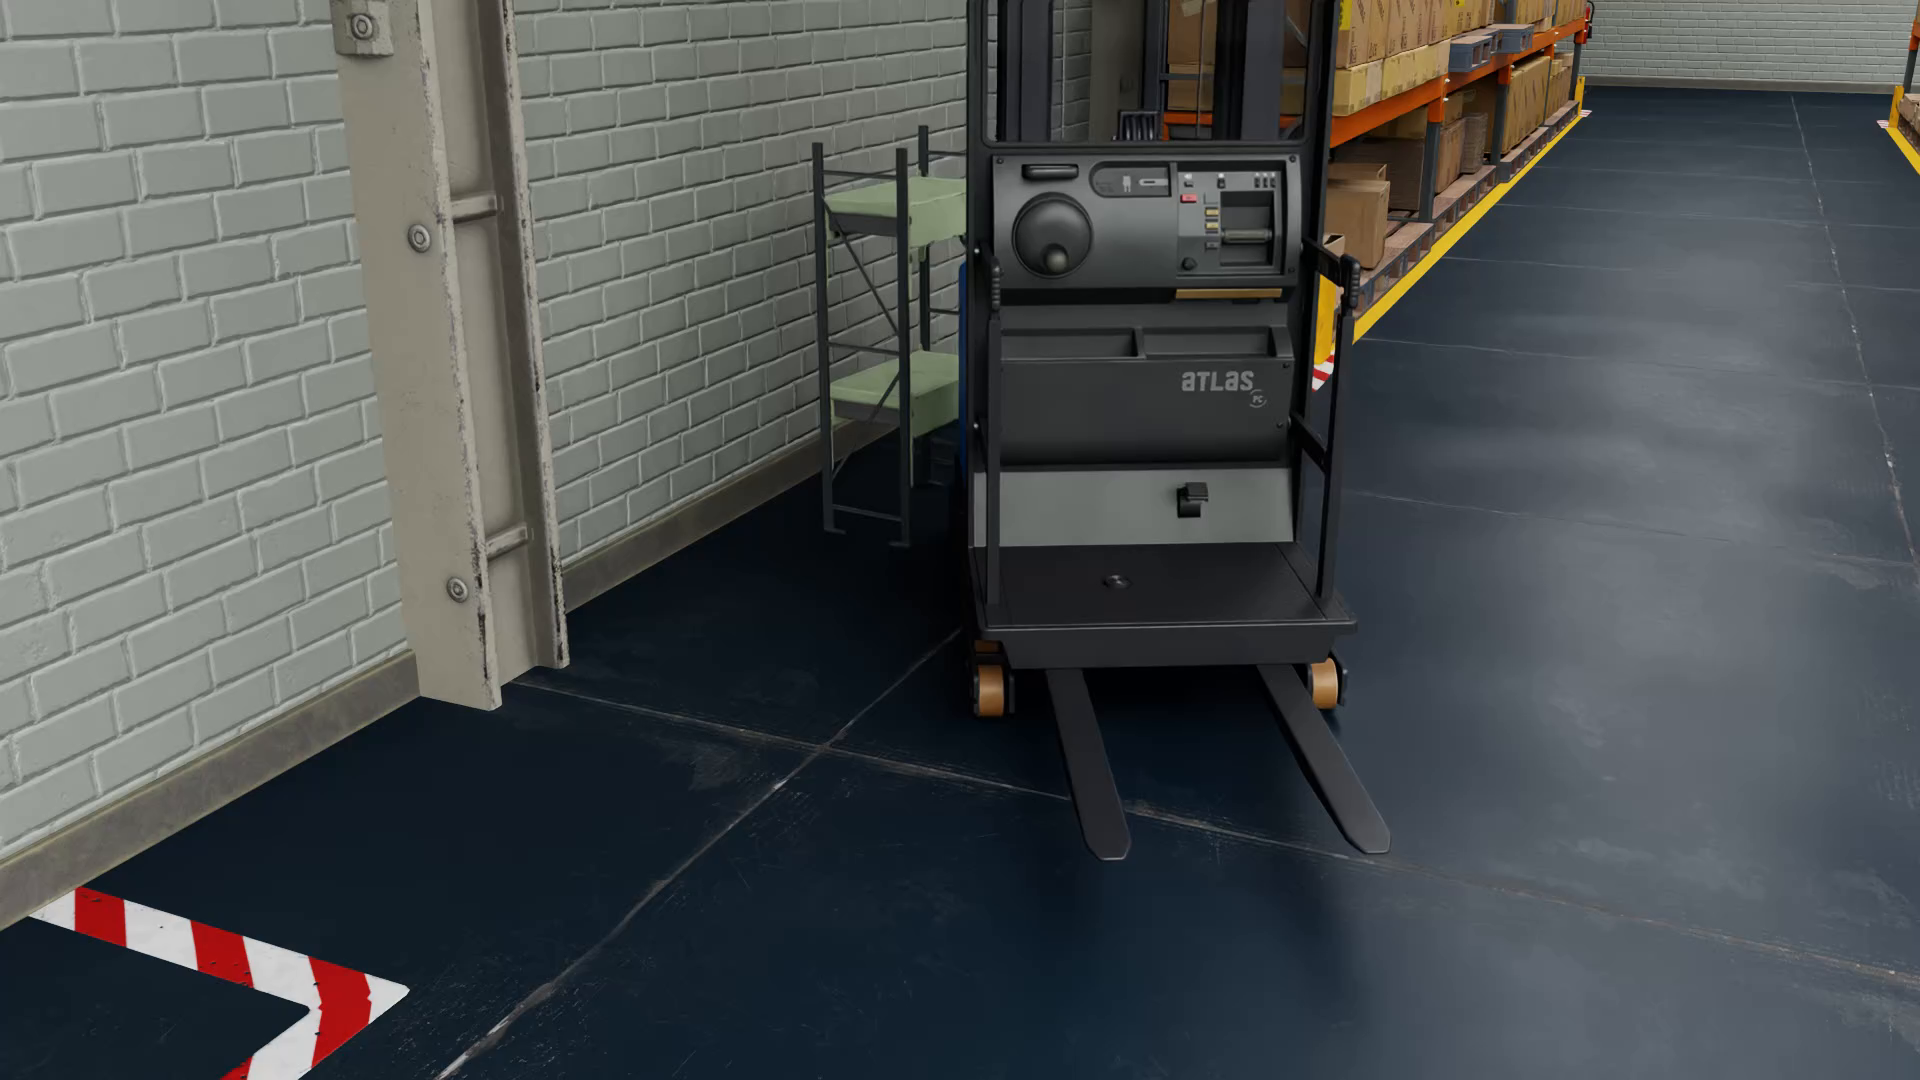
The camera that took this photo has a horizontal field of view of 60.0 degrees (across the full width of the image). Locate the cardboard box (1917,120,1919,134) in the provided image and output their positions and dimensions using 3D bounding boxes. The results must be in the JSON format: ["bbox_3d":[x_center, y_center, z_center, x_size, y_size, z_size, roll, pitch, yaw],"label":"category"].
[{"bbox_3d":[10.895,-4.713,18.318,0.500,0.500,0.500,9,21,23],"label":"cardboard box"}]

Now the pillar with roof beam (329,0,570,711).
[{"bbox_3d":[2.454,-3.215,2.078,9.100,9.000,0.400,9,21,23],"label":"pillar with roof beam"}]

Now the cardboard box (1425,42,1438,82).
[{"bbox_3d":[2.995,-3.304,11.477,0.500,0.250,0.500,9,21,23],"label":"cardboard box"}]

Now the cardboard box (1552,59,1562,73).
[{"bbox_3d":[7.320,-5.928,20.797,0.380,0.149,0.250,8,21,21],"label":"cardboard box"}]

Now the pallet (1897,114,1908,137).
[{"bbox_3d":[12.202,-5.112,20.528,1.003,0.211,1.213,9,21,23],"label":"pallet"}]

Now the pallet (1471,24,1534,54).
[{"bbox_3d":[4.567,-4.603,15.221,1.213,0.211,1.003,9,21,23],"label":"pallet"}]

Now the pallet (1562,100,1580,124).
[{"bbox_3d":[7.781,-5.802,22.469,1.003,0.211,1.213,9,21,23],"label":"pallet"}]

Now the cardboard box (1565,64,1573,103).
[{"bbox_3d":[7.842,-6.164,22.428,0.700,0.500,0.500,9,21,23],"label":"cardboard box"}]

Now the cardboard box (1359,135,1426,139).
[{"bbox_3d":[3.576,-3.125,13.852,0.700,0.500,0.500,8,21,22],"label":"cardboard box"}]

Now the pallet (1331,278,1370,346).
[{"bbox_3d":[1.882,-1.433,10.184,1.003,0.211,1.213,9,21,23],"label":"pallet"}]

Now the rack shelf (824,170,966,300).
[{"bbox_3d":[-0.176,-1.187,6.404,0.431,0.370,0.720,11,22,29],"label":"rack shelf"}]

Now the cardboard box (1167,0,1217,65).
[{"bbox_3d":[1.485,-2.946,9.350,0.500,0.500,0.500,8,21,22],"label":"cardboard box"}]

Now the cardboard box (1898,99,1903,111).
[{"bbox_3d":[12.073,-5.476,20.988,0.380,0.149,0.250,9,21,23],"label":"cardboard box"}]

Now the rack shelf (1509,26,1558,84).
[{"bbox_3d":[5.581,-5.198,17.683,1.077,0.370,4.000,9,21,23],"label":"rack shelf"}]

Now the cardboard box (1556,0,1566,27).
[{"bbox_3d":[6.637,-6.454,19.691,0.980,0.700,0.700,9,21,24],"label":"cardboard box"}]

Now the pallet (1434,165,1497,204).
[{"bbox_3d":[4.440,-3.373,15.639,1.003,0.211,1.213,9,21,23],"label":"pallet"}]

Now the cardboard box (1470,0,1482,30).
[{"bbox_3d":[4.088,-4.651,14.265,0.700,0.500,0.500,9,21,23],"label":"cardboard box"}]

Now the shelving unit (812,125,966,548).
[{"bbox_3d":[-0.176,-0.820,6.534,0.431,1.500,0.755,11,22,29],"label":"shelving unit"}]

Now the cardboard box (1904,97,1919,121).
[{"bbox_3d":[11.667,-5.172,19.981,0.500,0.250,0.500,9,21,23],"label":"cardboard box"}]

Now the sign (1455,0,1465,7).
[{"bbox_3d":[3.622,-4.039,12.057,0.100,0.325,0.005,9,21,23],"label":"sign"}]

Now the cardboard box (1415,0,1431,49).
[{"bbox_3d":[2.797,-3.502,10.915,0.500,0.500,0.500,8,21,21],"label":"cardboard box"}]

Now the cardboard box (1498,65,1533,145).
[{"bbox_3d":[5.547,-4.585,17.465,0.750,0.750,0.750,8,21,22],"label":"cardboard box"}]

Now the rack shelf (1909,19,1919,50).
[{"bbox_3d":[11.739,-5.742,19.213,1.077,0.370,4.000,9,21,23],"label":"rack shelf"}]

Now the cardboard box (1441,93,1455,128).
[{"bbox_3d":[4.018,-3.758,14.514,0.500,0.250,0.500,8,21,22],"label":"cardboard box"}]

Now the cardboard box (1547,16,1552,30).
[{"bbox_3d":[6.438,-5.817,18.694,0.380,0.149,0.250,9,21,24],"label":"cardboard box"}]

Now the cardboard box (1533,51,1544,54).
[{"bbox_3d":[7.711,-6.535,22.504,0.380,0.149,0.250,9,21,23],"label":"cardboard box"}]

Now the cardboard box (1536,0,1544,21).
[{"bbox_3d":[5.827,-5.706,17.415,0.500,0.500,0.500,9,22,24],"label":"cardboard box"}]

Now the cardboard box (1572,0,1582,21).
[{"bbox_3d":[7.550,-7.132,21.597,0.980,0.700,0.700,8,21,22],"label":"cardboard box"}]

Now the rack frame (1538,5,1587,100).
[{"bbox_3d":[8.038,-7.371,22.720,1.000,3.000,0.127,9,21,23],"label":"rack frame"}]

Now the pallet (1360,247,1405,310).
[{"bbox_3d":[2.383,-1.805,11.229,1.003,0.211,1.213,9,21,23],"label":"pallet"}]

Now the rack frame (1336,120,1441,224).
[{"bbox_3d":[3.124,-3.703,12.405,1.000,3.000,0.127,9,21,23],"label":"rack frame"}]

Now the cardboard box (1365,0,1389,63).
[{"bbox_3d":[2.167,-3.027,9.578,0.500,0.500,0.500,9,21,23],"label":"cardboard box"}]

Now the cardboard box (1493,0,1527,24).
[{"bbox_3d":[5.194,-5.236,16.092,0.500,0.500,0.500,9,22,24],"label":"cardboard box"}]

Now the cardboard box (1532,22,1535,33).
[{"bbox_3d":[5.959,-5.515,17.845,0.380,0.149,0.250,8,21,21],"label":"cardboard box"}]

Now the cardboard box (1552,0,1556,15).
[{"bbox_3d":[6.440,-6.170,18.717,0.500,0.500,0.500,8,21,22],"label":"cardboard box"}]

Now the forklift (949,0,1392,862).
[{"bbox_3d":[0.574,-0.959,4.792,1.130,2.935,3.031,-1,20,-3],"label":"forklift"}]

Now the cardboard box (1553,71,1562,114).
[{"bbox_3d":[7.220,-5.693,21.104,0.700,0.500,0.500,9,22,24],"label":"cardboard box"}]

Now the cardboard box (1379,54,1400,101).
[{"bbox_3d":[2.389,-2.840,10.173,0.500,0.250,0.500,8,21,22],"label":"cardboard box"}]

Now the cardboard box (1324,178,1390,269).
[{"bbox_3d":[2.431,-2.101,10.973,0.700,0.500,0.500,7,21,19],"label":"cardboard box"}]

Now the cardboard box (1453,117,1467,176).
[{"bbox_3d":[4.197,-3.587,15.151,0.700,0.500,0.500,9,21,23],"label":"cardboard box"}]

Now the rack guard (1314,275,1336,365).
[{"bbox_3d":[1.517,-1.326,9.451,1.175,0.500,0.348,9,21,23],"label":"rack guard"}]
